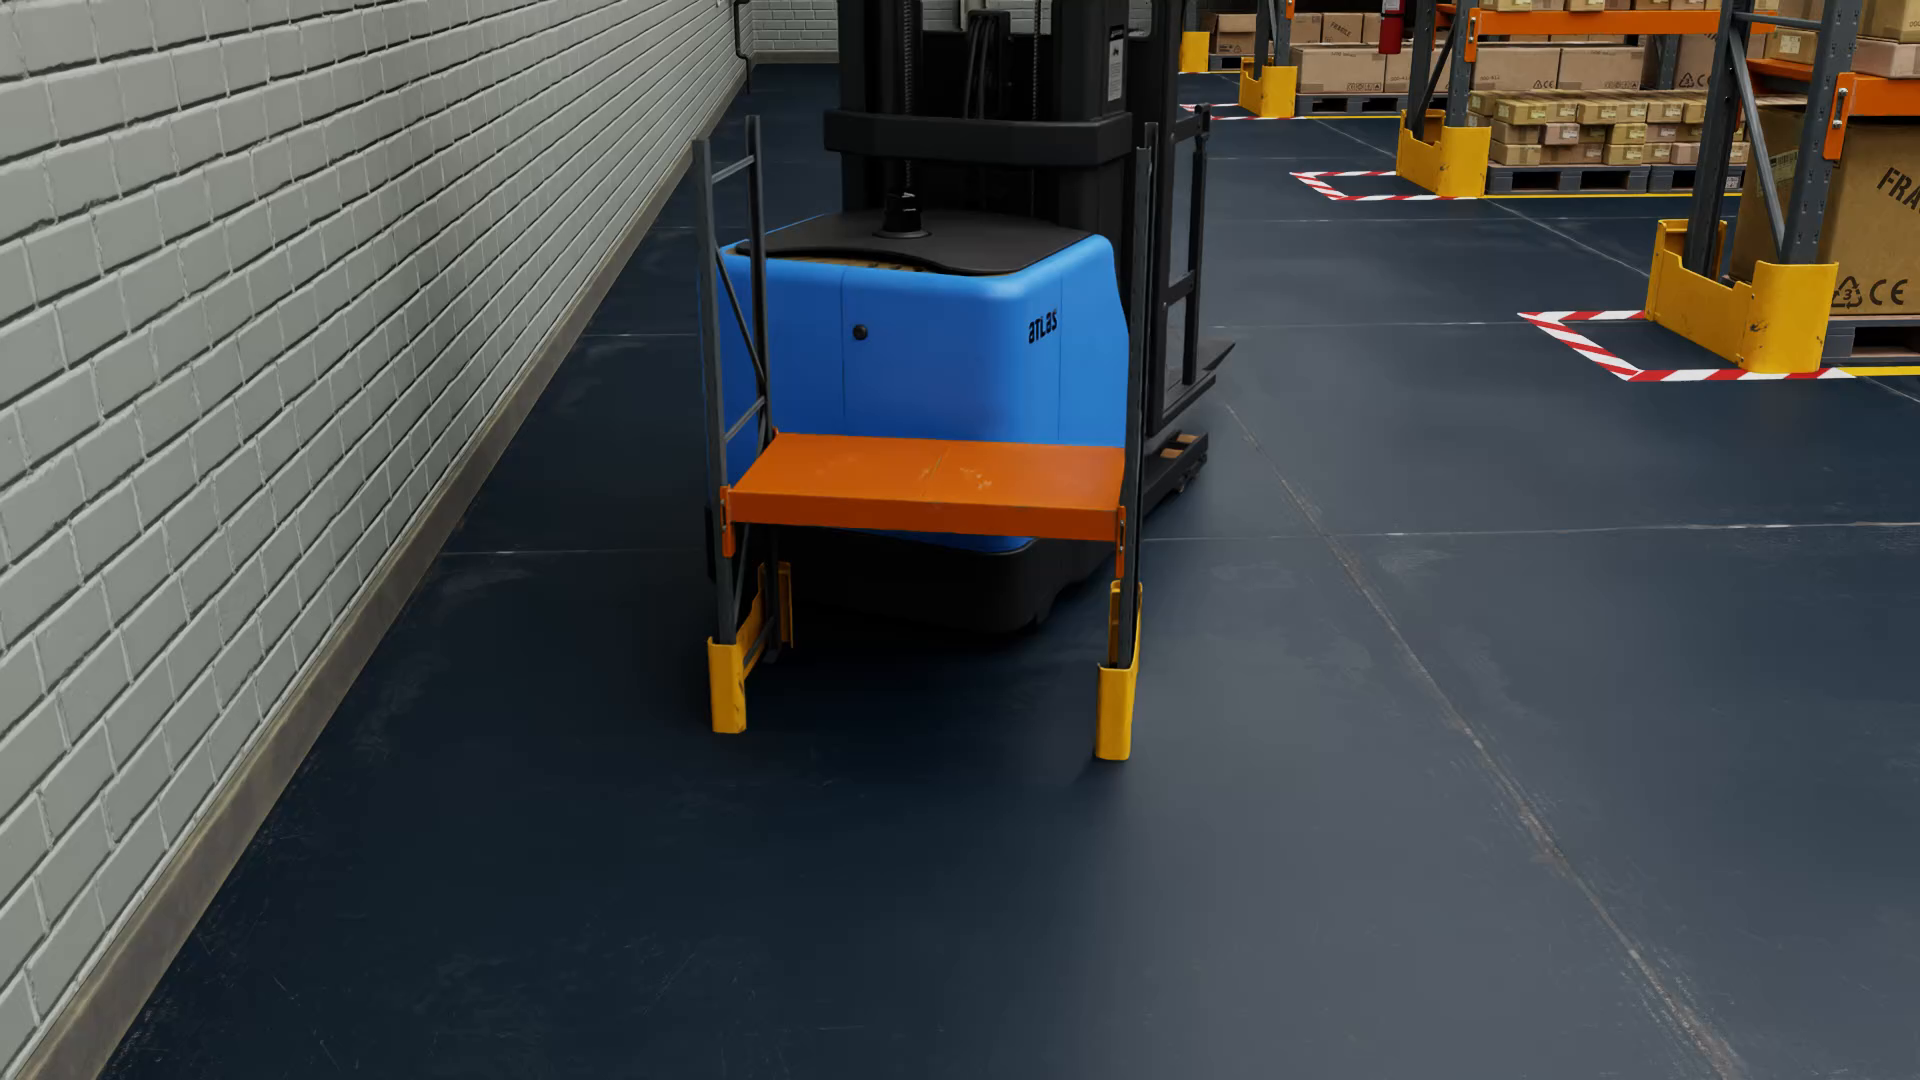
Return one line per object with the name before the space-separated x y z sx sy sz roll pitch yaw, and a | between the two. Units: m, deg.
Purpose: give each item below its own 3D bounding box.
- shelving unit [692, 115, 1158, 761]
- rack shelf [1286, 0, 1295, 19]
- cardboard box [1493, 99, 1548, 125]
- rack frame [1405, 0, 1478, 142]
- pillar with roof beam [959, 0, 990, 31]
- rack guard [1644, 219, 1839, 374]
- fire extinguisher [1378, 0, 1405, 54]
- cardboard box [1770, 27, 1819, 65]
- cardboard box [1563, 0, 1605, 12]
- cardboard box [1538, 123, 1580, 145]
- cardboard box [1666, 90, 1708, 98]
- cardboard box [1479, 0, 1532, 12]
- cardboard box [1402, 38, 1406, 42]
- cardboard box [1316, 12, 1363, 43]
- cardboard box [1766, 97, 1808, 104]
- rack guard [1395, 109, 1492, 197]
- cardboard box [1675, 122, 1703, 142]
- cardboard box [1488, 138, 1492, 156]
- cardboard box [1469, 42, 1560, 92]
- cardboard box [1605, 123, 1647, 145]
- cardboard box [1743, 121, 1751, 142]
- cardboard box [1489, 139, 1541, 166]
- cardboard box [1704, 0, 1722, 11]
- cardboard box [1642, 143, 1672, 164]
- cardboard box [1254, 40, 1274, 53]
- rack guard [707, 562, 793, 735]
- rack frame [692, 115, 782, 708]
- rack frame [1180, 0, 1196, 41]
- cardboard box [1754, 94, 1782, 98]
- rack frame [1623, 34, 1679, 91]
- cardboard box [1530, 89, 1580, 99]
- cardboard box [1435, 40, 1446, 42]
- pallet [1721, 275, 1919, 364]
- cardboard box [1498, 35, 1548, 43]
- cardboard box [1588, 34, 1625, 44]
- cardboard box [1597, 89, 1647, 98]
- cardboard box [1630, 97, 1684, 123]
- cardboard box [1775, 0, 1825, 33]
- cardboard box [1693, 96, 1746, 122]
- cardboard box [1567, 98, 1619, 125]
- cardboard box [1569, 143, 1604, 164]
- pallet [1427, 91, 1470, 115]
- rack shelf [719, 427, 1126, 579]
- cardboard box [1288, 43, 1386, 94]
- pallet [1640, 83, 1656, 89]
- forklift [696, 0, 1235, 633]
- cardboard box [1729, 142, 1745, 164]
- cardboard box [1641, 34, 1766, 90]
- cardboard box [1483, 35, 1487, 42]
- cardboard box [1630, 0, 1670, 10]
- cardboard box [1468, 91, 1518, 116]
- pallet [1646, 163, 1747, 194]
shelving unit | -0.071 -0.277 4.240 1.083 1.500 0.587 3 21 8
rack shelf | 5.220 -5.599 17.122 4.000 0.370 1.077 -1 21 -3
cardboard box | 4.149 -3.170 12.312 0.250 0.149 0.380 -2 21 -6
rack frame | 3.607 -4.138 12.274 0.127 3.000 1.000 -1 21 -3
pillar with roof beam | 0.439 -9.197 17.131 0.400 9.000 9.100 -1 21 -3
rack guard | 3.765 -1.205 8.084 0.348 0.500 1.175 -1 21 -3
fire extinguisher | 3.329 -4.086 12.771 0.183 0.674 0.296 -1 21 -3
cardboard box | 4.126 -2.381 8.012 0.250 0.149 0.380 -1 21 -2
cardboard box | 4.472 -3.917 12.047 0.250 0.149 0.380 -2 21 -5
cardboard box | 4.421 -3.046 12.404 0.250 0.149 0.380 -1 21 -3
cardboard box | 5.683 -3.405 12.929 0.250 0.149 0.380 -1 21 -3
cardboard box | 3.949 -3.911 12.030 0.250 0.149 0.380 -1 21 -3
cardboard box | 5.824 -6.664 22.326 0.250 0.149 0.380 -1 21 -4
cardboard box | 4.941 -6.643 21.777 0.500 0.500 0.500 -1 21 -2
cardboard box | 6.230 -3.219 12.440 0.250 0.149 0.380 -2 21 -6
rack guard | 3.683 -2.971 12.723 0.348 0.500 1.175 -1 21 -3
cardboard box | 5.451 -3.108 12.568 0.250 0.149 0.380 0 21 0
cardboard box | 4.120 -3.087 12.929 0.250 0.149 0.380 -1 21 -2
cardboard box | 5.690 -4.981 17.500 0.875 0.438 0.875 -2 21 -5
cardboard box | 4.923 -3.049 12.412 0.250 0.149 0.380 -1 21 -1
cardboard box | 5.990 -3.101 12.548 0.250 0.149 0.380 -2 21 -6
cardboard box | 4.148 -2.899 12.436 0.250 0.149 0.380 -1 21 -2
cardboard box | 5.503 -3.960 12.161 0.250 0.149 0.380 0 21 -1
cardboard box | 5.163 -2.946 12.560 0.250 0.149 0.380 -1 21 -3
cardboard box | 3.979 -6.495 21.881 0.250 0.149 0.380 -2 21 -5
rack guard | -0.564 0.282 4.530 0.087 0.250 0.587 3 21 8
rack frame | -0.565 -0.302 4.308 0.032 1.500 0.500 3 21 8
rack frame | 2.936 -7.657 21.518 0.127 3.000 1.000 -1 21 -3
cardboard box | 6.199 -3.431 12.997 0.250 0.149 0.380 -1 21 -2
rack frame | 7.217 -5.976 17.100 0.127 3.000 1.000 -1 21 -3
cardboard box | 4.626 -3.416 12.957 0.250 0.149 0.380 -2 21 -4
cardboard box | 6.390 -6.487 21.860 0.250 0.149 0.380 -2 21 -5
pallet | 4.583 -1.115 8.253 1.213 0.211 1.003 -1 21 -3
cardboard box | 7.426 -6.697 21.917 0.500 0.500 0.500 0 21 -1
cardboard box | 8.455 -6.720 21.978 0.500 0.500 0.500 -2 21 -5
cardboard box | 5.153 -3.424 12.978 0.250 0.149 0.380 0 21 -1
cardboard box | 5.197 -3.215 12.429 0.250 0.149 0.380 0 21 -1
cardboard box | 4.258 -2.547 7.888 0.500 0.250 0.500 -1 21 -4
cardboard box | 5.708 -3.243 12.503 0.250 0.149 0.380 -1 21 -3
cardboard box | 4.676 -3.178 12.332 0.250 0.149 0.380 -1 21 -3
cardboard box | 4.652 -2.941 12.546 0.250 0.149 0.380 -1 21 -2
pallet | 5.232 -4.659 17.561 1.213 0.211 1.003 -1 21 -3
rack shelf | -0.062 -0.108 4.303 1.000 0.185 0.538 3 21 8
cardboard box | 3.877 -4.942 17.397 0.875 0.438 0.875 -2 21 -5
pallet | 7.983 -4.715 17.708 1.213 0.211 1.003 -1 21 -3
forklift | 0.284 -1.593 5.687 1.130 2.935 3.031 9 23 22
cardboard box | 5.692 -2.935 12.531 0.250 0.149 0.380 -1 21 -3
cardboard box | 7.831 -5.220 17.511 0.875 0.875 0.875 -1 21 -1
cardboard box | 7.403 -6.882 22.404 0.500 0.500 0.500 -1 21 -3
cardboard box | 4.995 -3.968 12.180 0.250 0.149 0.380 -1 21 -4
cardboard box | 4.121 -3.381 12.865 0.250 0.149 0.380 -1 21 -2
pallet | 5.711 -2.864 12.847 1.213 0.211 1.003 -1 21 -3
